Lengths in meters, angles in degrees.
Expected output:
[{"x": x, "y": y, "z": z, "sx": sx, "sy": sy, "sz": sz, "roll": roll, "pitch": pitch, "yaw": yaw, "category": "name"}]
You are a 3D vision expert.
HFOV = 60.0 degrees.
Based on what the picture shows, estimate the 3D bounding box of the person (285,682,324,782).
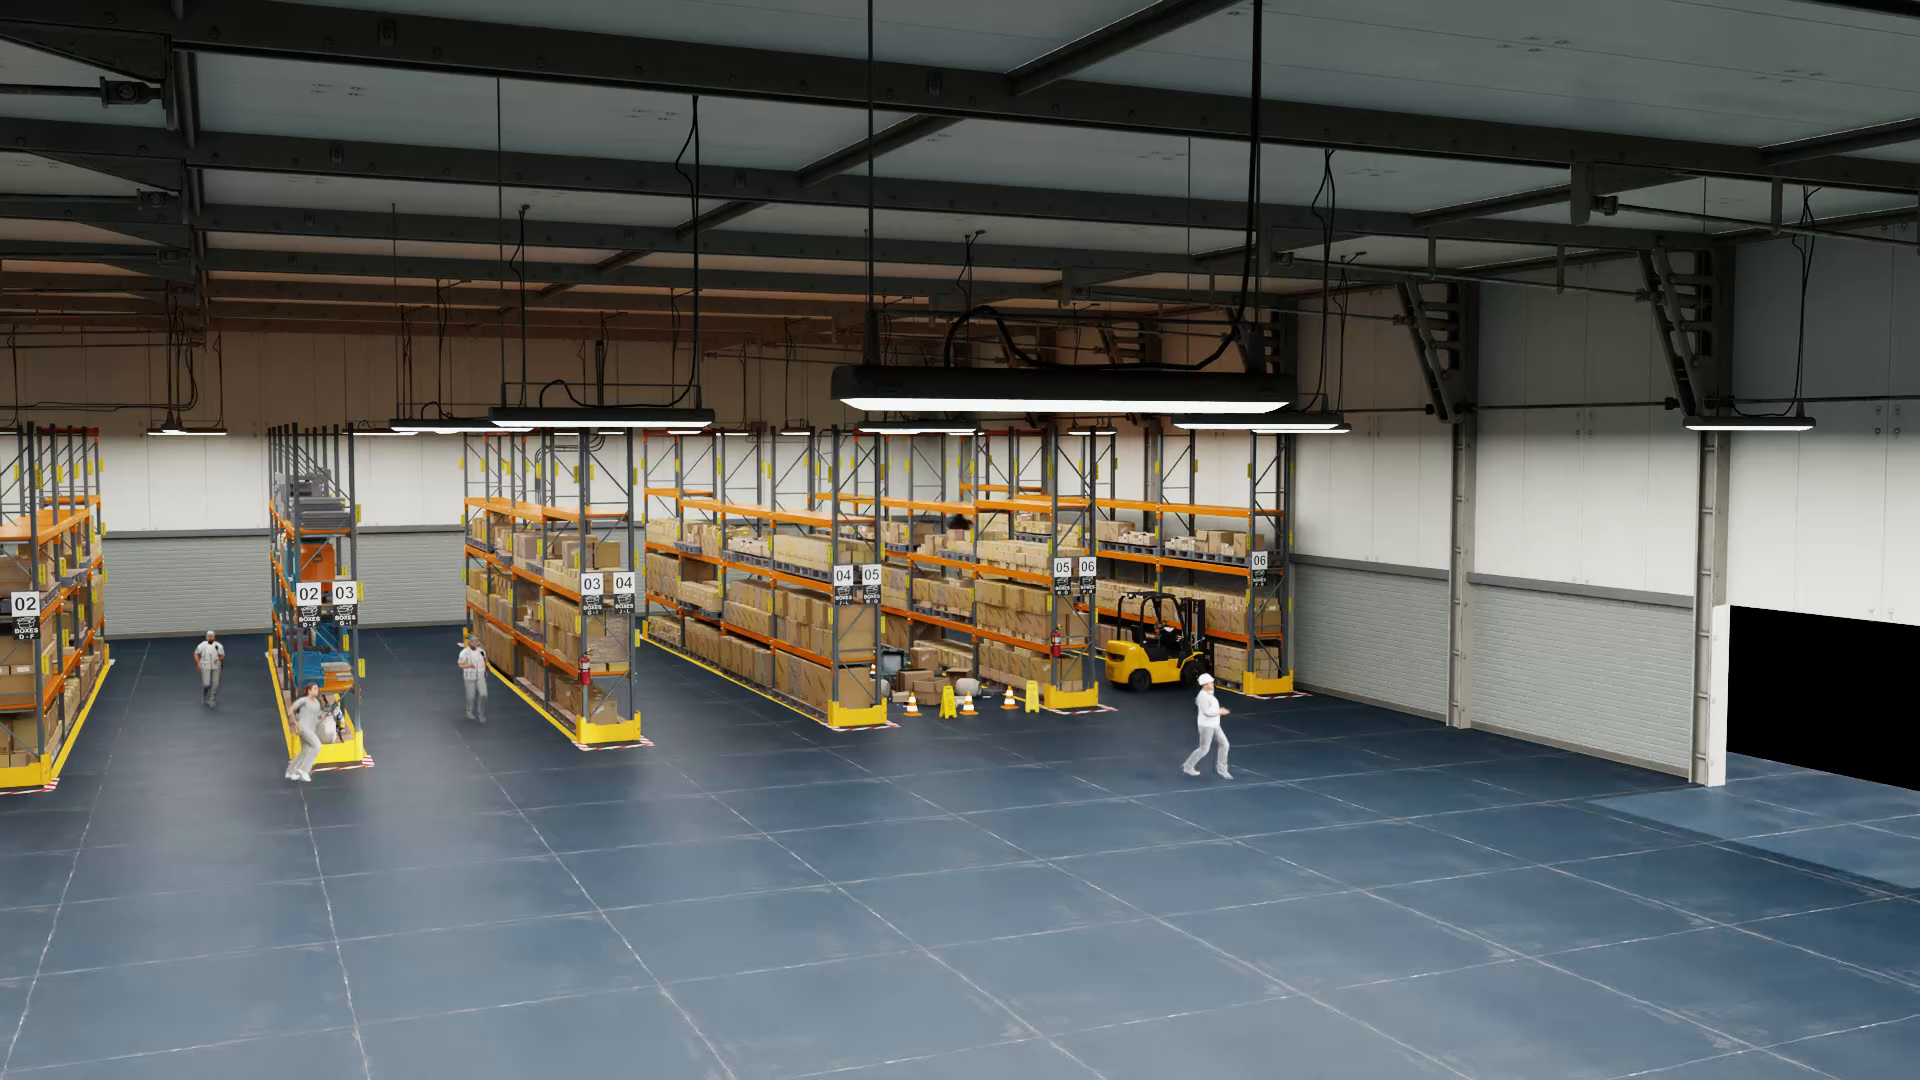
[{"x": -10.983, "y": 3.207, "z": 27.970, "sx": 0.637, "sy": 1.620, "sz": 0.635, "roll": 1, "pitch": 4, "yaw": 10, "category": "person"}]

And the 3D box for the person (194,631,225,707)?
[{"x": -15.928, "y": 2.744, "z": 35.346, "sx": 0.592, "sy": 1.629, "sz": 0.570, "roll": -2, "pitch": 4, "yaw": -30, "category": "person"}]

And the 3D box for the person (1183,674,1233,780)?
[{"x": 4.181, "y": 3.145, "z": 27.975, "sx": 0.822, "sy": 1.809, "sz": 0.661, "roll": 1, "pitch": 4, "yaw": 21, "category": "person"}]

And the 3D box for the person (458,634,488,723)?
[{"x": -9.792, "y": 2.806, "z": 33.536, "sx": 0.638, "sy": 1.839, "sz": 0.767, "roll": -2, "pitch": 4, "yaw": -32, "category": "person"}]
